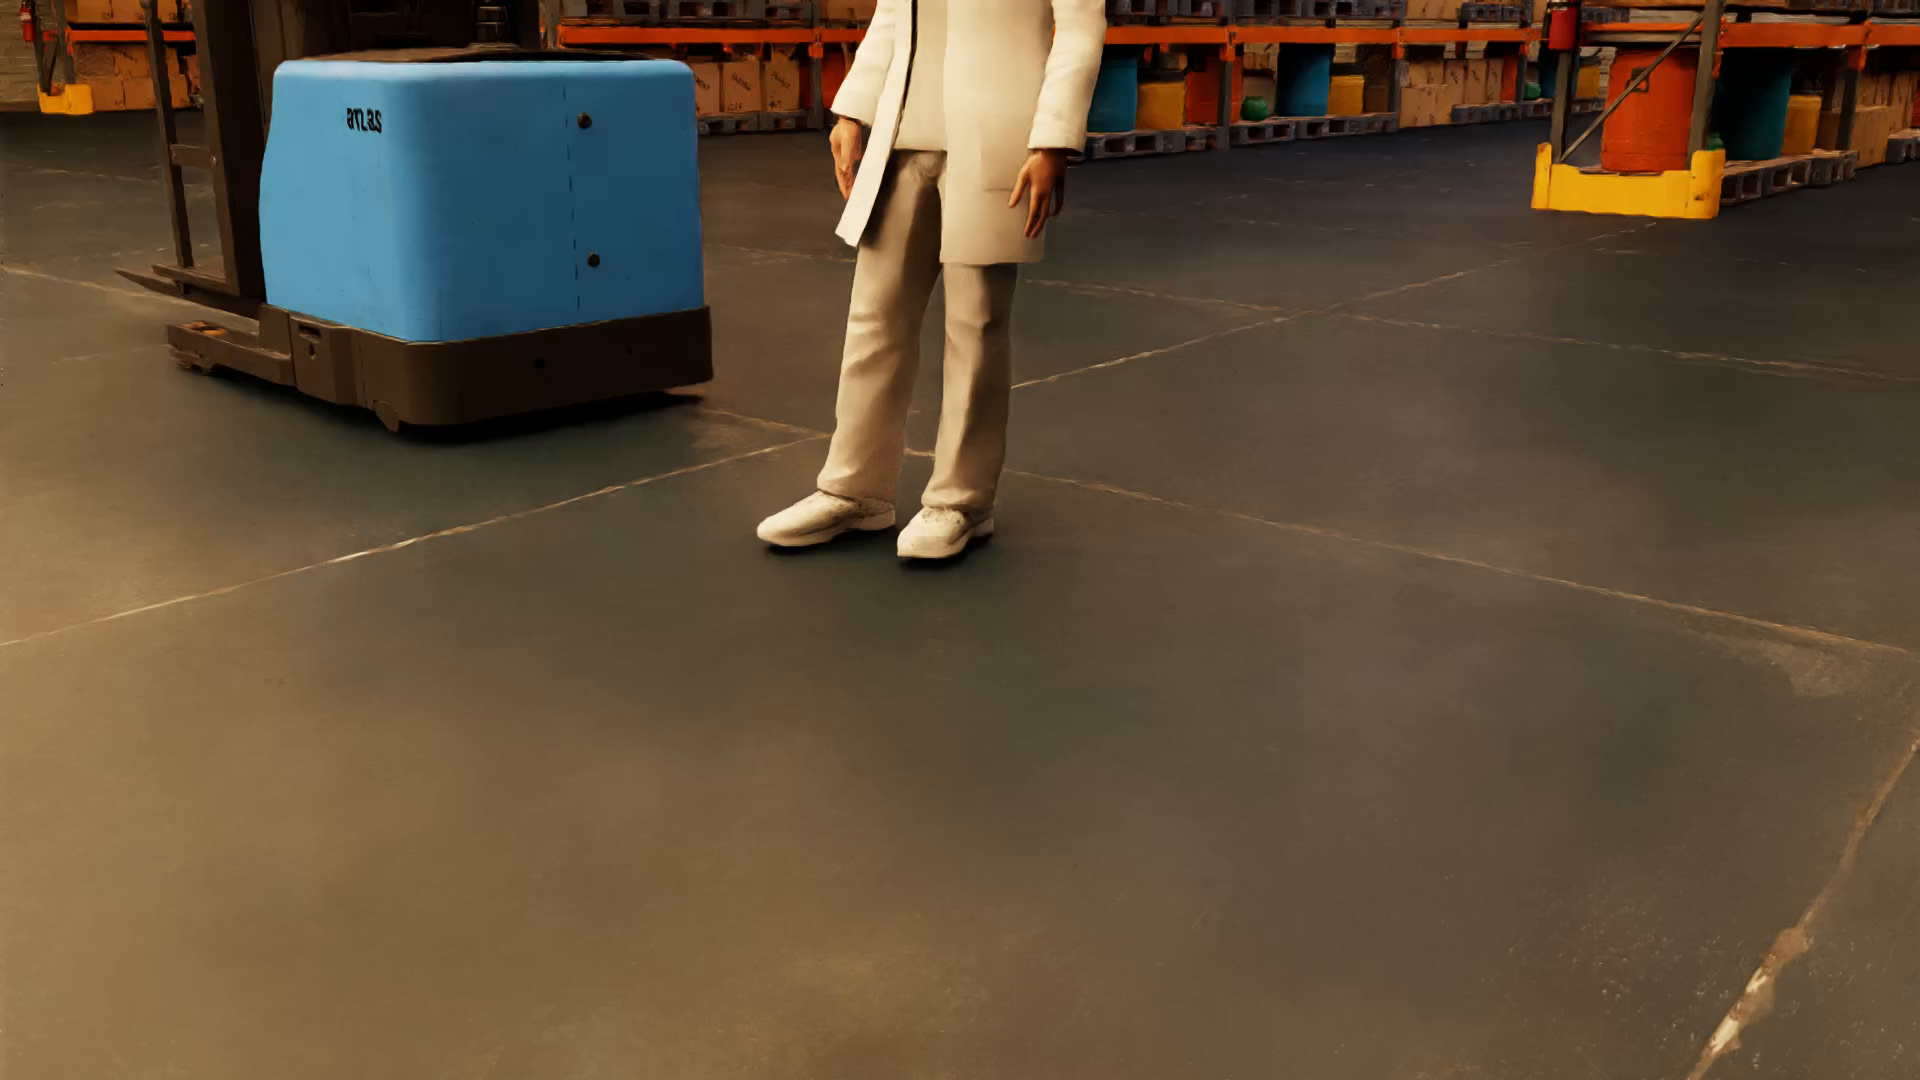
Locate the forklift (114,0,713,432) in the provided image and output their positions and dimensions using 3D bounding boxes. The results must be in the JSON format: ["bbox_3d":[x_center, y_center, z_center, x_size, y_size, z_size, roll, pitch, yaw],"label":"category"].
[{"bbox_3d":[-2.199,-2.069,5.711,1.130,2.935,3.031,-16,23,-42],"label":"forklift"}]

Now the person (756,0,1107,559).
[{"bbox_3d":[-0.061,-0.838,3.617,0.694,1.776,0.579,13,21,37],"label":"person"}]
